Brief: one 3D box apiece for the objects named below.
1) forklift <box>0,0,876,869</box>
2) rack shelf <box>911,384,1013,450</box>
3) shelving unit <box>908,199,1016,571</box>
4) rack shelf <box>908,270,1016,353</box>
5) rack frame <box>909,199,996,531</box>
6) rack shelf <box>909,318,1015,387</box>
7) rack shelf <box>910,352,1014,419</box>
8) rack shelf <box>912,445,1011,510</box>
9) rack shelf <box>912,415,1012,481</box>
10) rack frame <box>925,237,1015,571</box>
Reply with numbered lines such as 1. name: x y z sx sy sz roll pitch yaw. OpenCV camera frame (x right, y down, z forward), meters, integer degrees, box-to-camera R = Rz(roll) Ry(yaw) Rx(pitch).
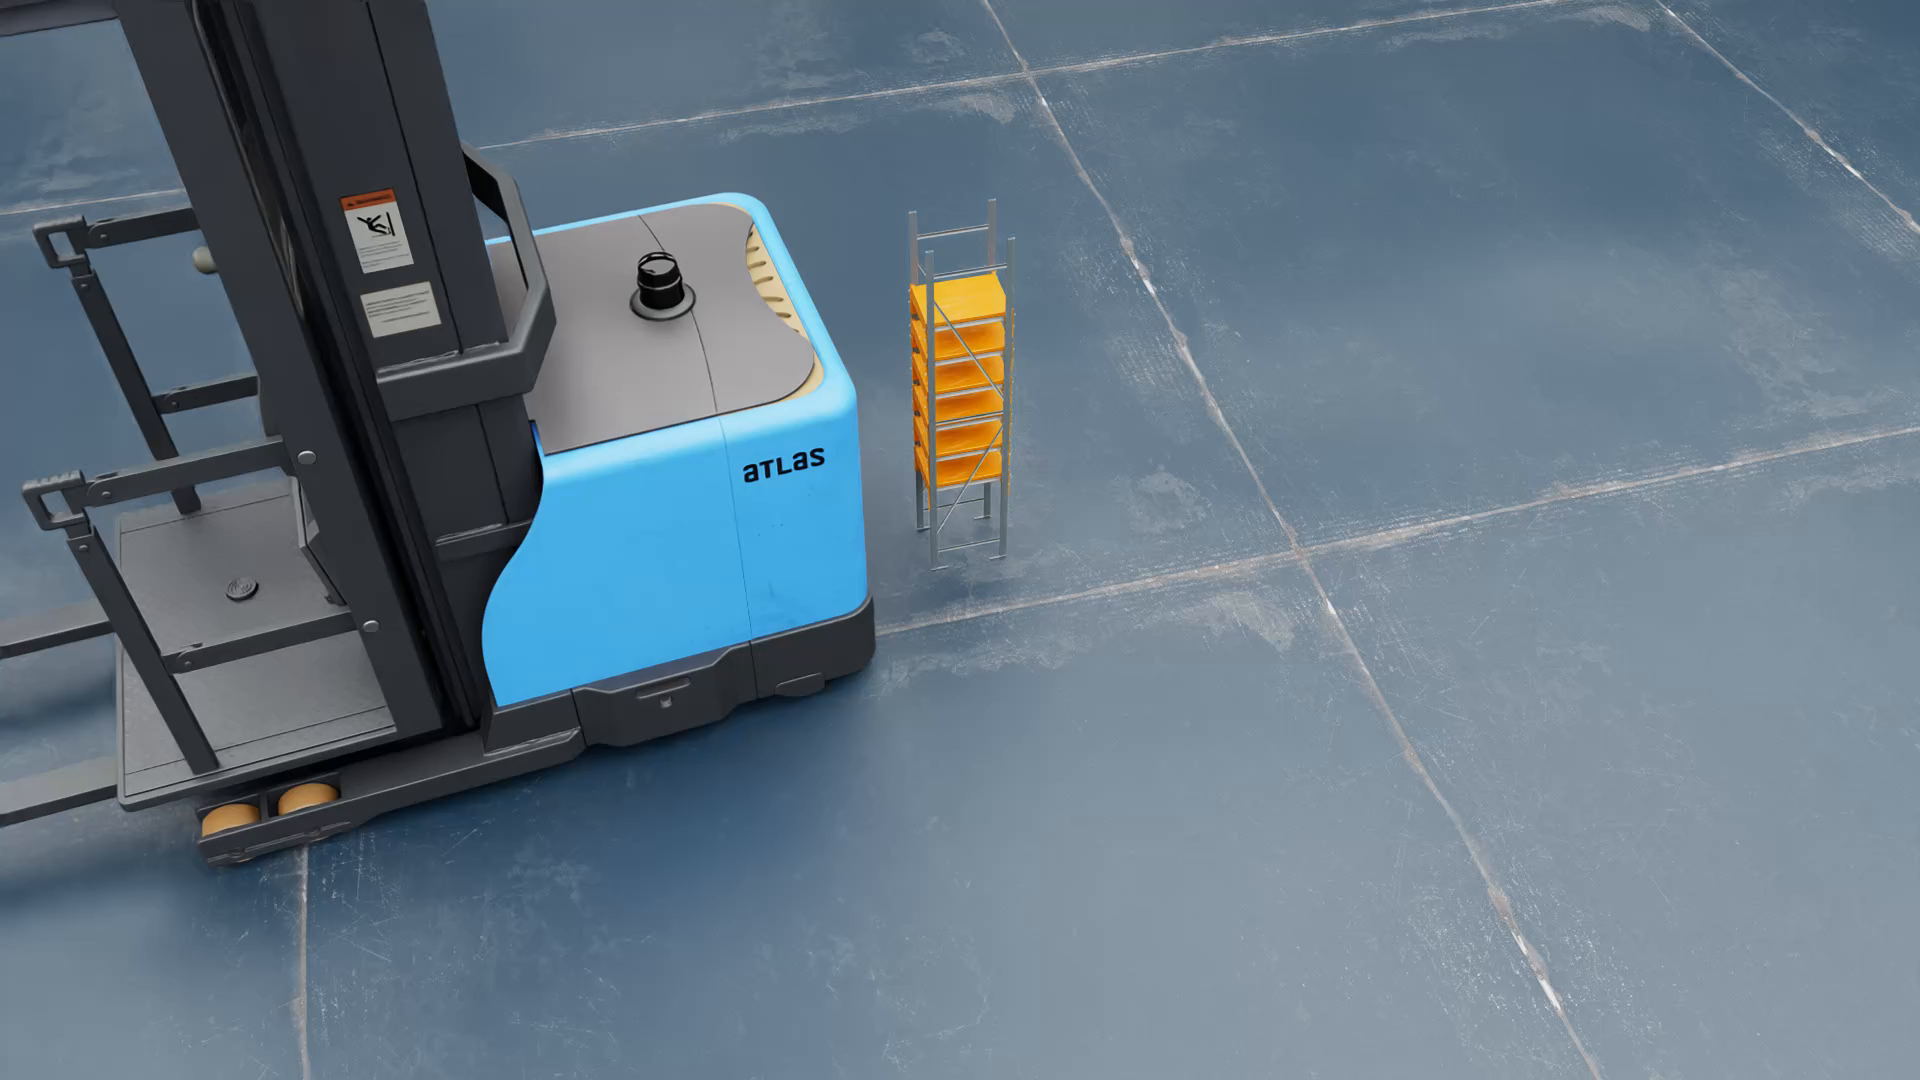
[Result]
1. forklift: -1.818 -0.599 3.784 3.031 2.935 1.130 -15 47 -14
2. rack shelf: 0.004 -0.379 4.843 0.258 0.103 0.180 -11 47 -10
3. shelving unit: 0.004 -0.410 4.812 0.258 1.200 0.189 -11 47 -10
4. rack shelf: 0.004 -0.631 4.586 0.258 0.103 0.180 -11 47 -10
5. rack frame: -0.020 -0.473 4.874 0.240 1.200 0.006 -11 47 -10
6. rack shelf: 0.004 -0.547 4.672 0.258 0.103 0.180 -11 47 -10
7. rack shelf: 0.004 -0.463 4.758 0.258 0.103 0.180 -11 47 -10
8. rack shelf: 0.004 -0.211 5.015 0.258 0.103 0.180 -11 47 -10
9. rack shelf: 0.004 -0.295 4.929 0.258 0.103 0.180 -11 47 -10
10. rack frame: 0.027 -0.347 4.750 0.240 1.200 0.006 -11 47 -10
